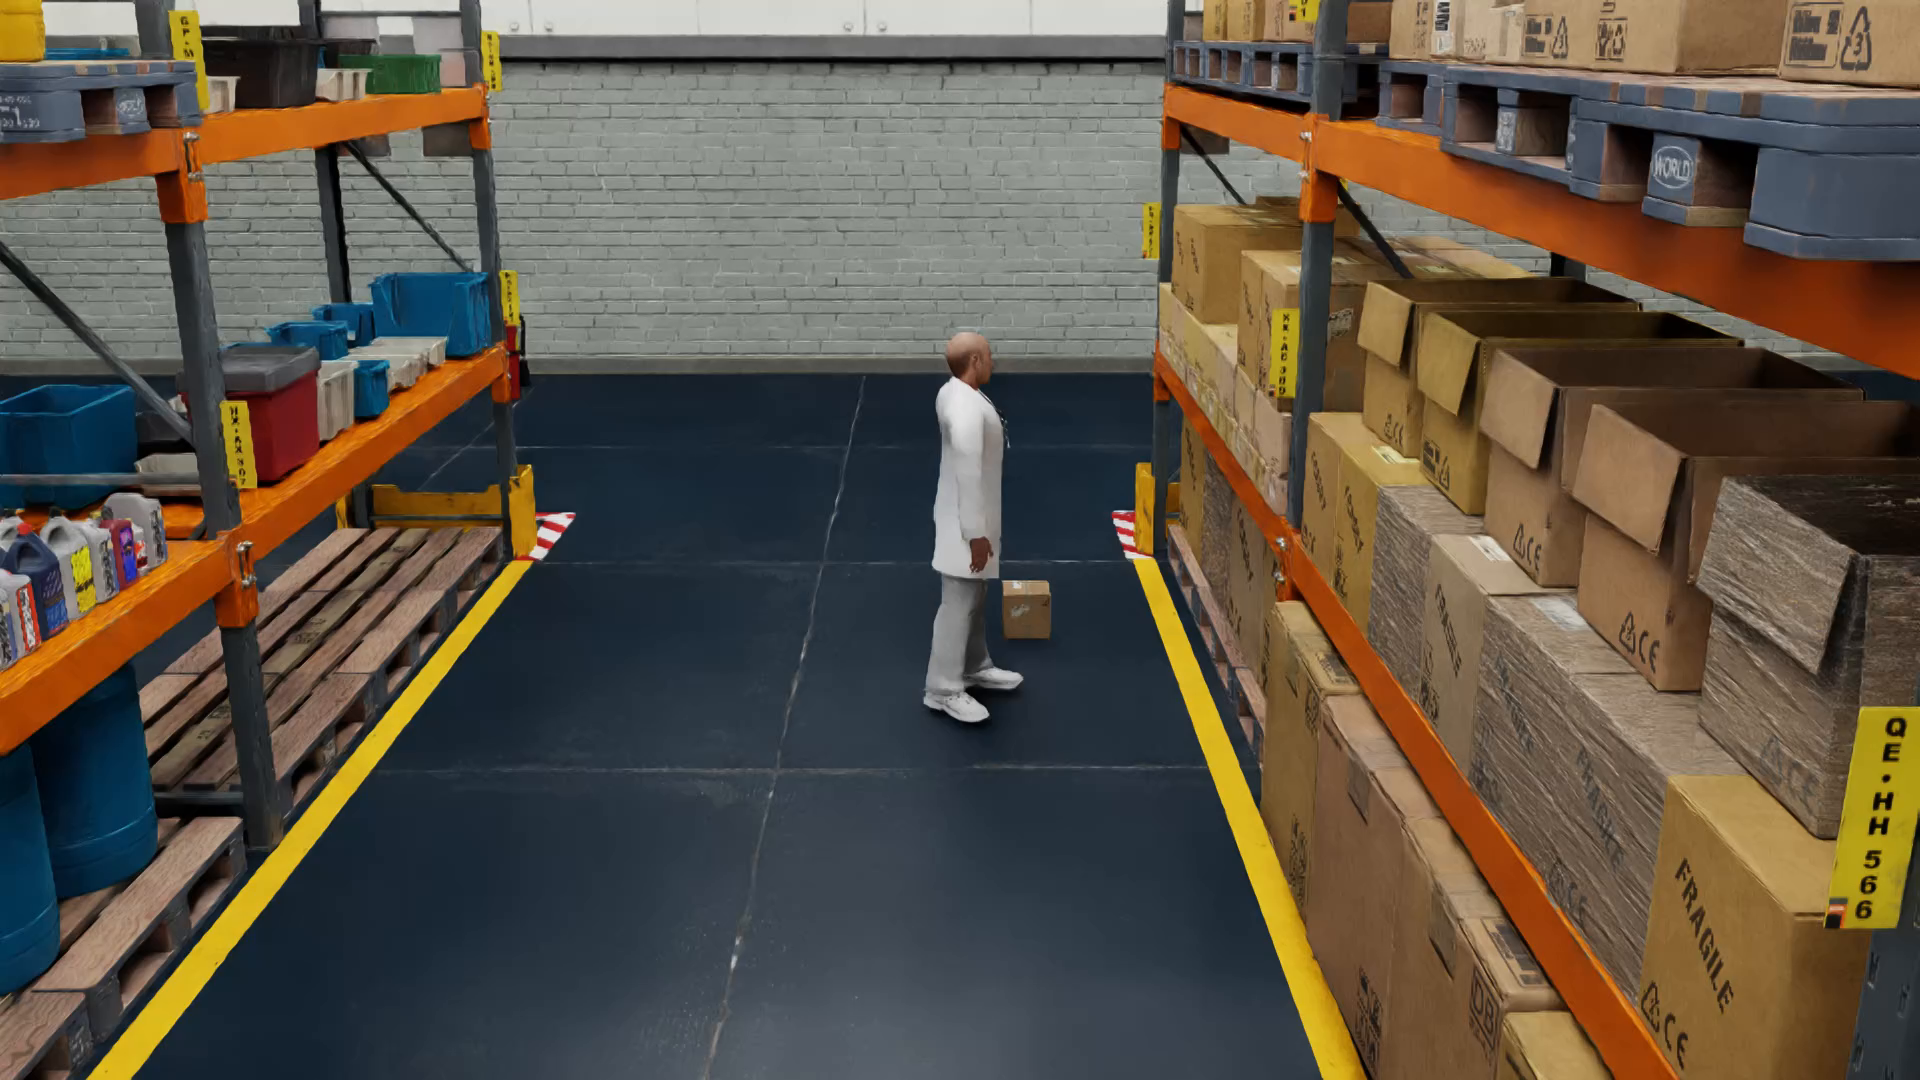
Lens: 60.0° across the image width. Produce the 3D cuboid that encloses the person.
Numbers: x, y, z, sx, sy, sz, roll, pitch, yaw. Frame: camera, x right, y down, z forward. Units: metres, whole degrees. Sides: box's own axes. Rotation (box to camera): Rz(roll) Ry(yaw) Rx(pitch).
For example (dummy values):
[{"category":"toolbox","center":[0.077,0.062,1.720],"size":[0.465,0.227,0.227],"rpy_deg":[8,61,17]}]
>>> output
[{"category":"person","center":[0.066,-0.095,7.808],"size":[0.503,1.784,0.694],"rpy_deg":[-2,17,-5]}]
